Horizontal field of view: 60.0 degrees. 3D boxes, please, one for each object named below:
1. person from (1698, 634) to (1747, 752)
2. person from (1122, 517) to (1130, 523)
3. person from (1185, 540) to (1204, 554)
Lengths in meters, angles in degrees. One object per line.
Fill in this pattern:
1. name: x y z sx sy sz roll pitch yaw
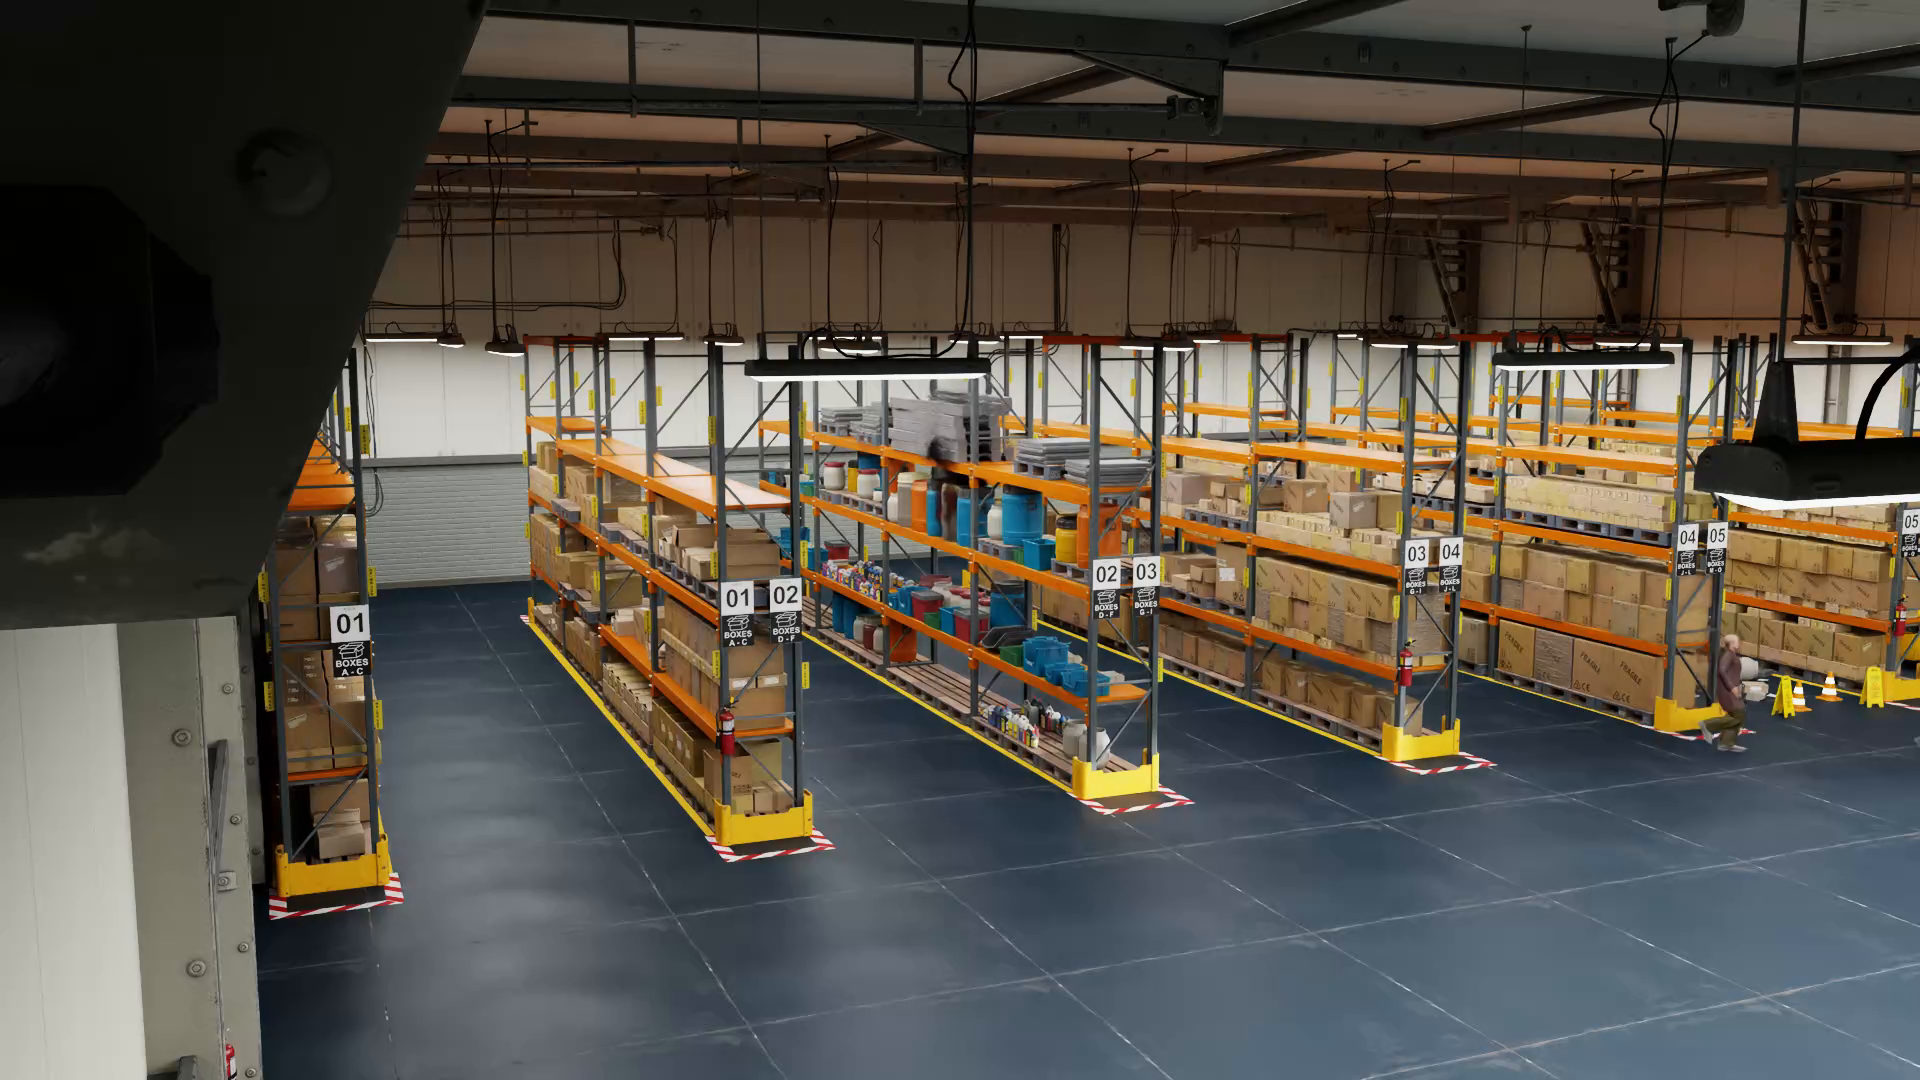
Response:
1. person: 11.245 2.237 24.486 0.656 1.723 0.766 3 8 21
2. person: 3.748 0.271 39.436 0.716 1.657 0.821 -1 8 -4
3. person: 5.868 -0.053 41.730 0.676 1.683 0.771 6 10 39
